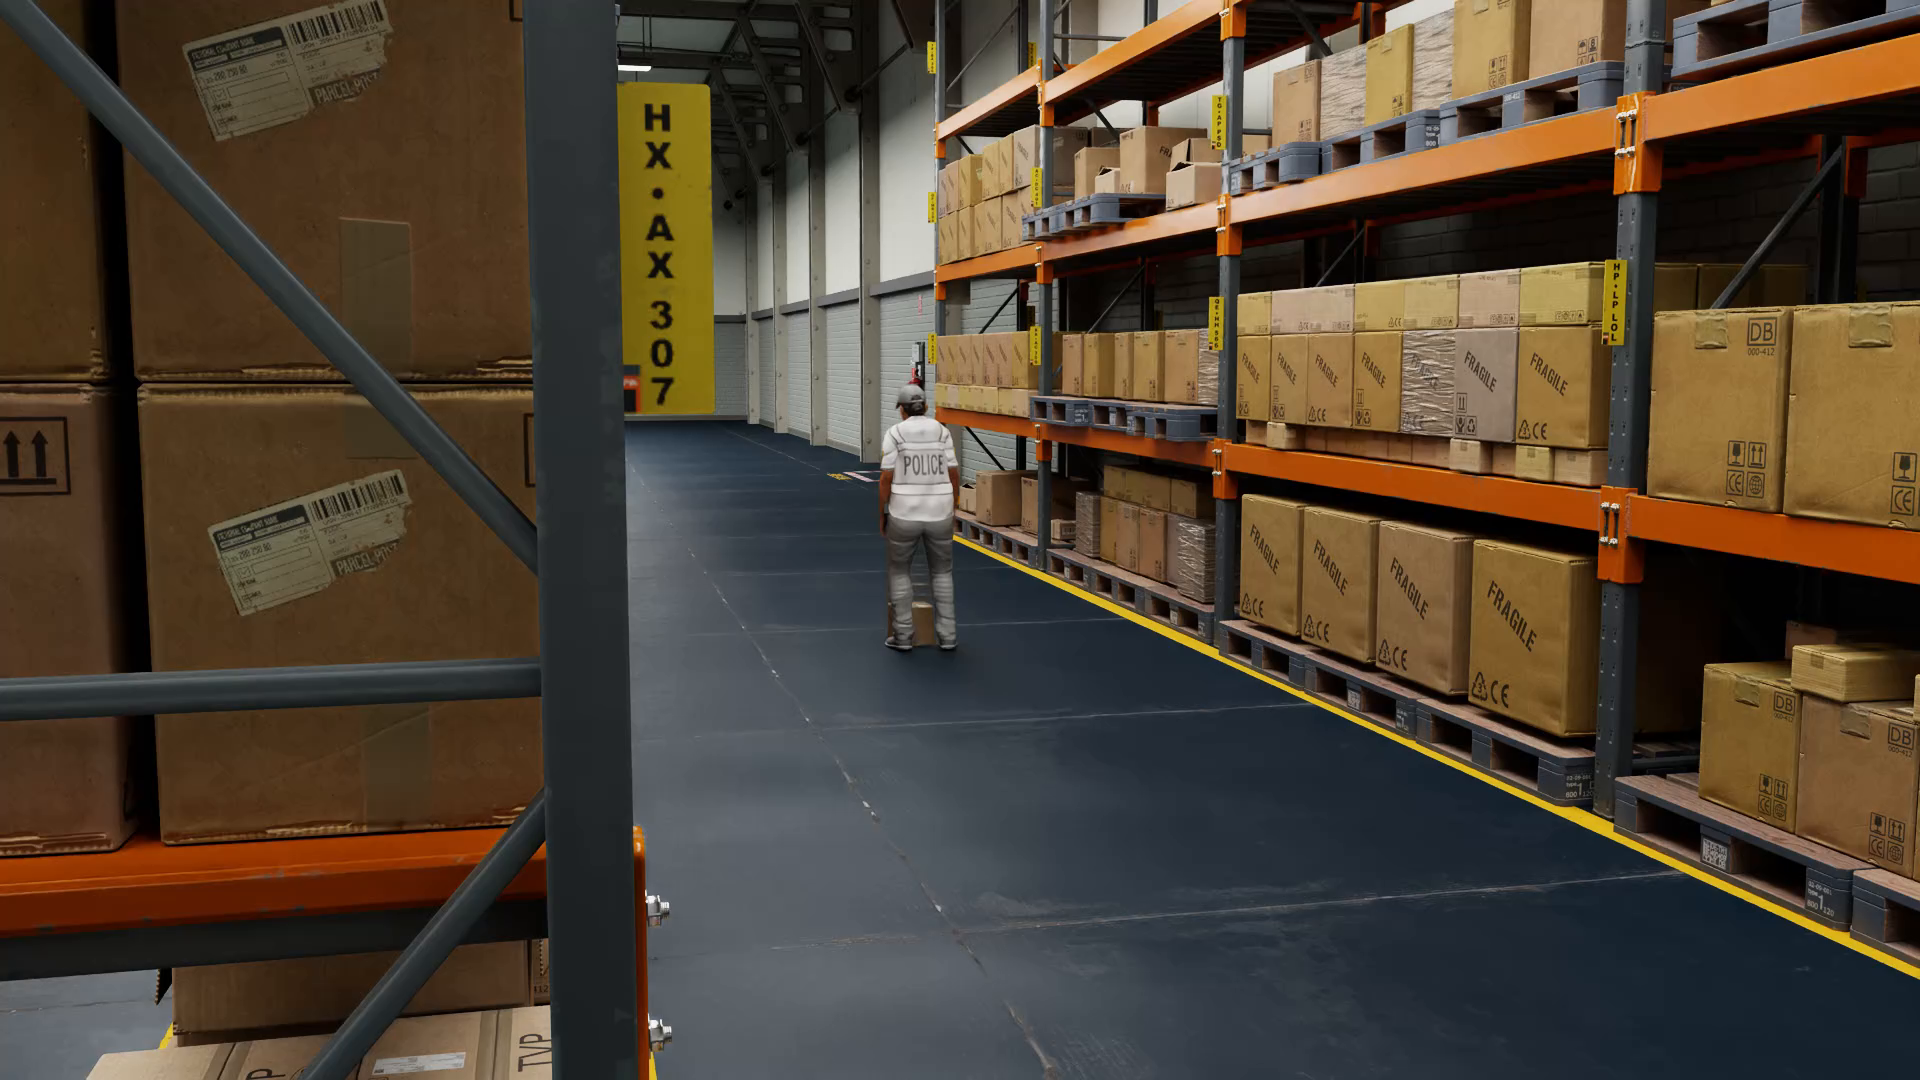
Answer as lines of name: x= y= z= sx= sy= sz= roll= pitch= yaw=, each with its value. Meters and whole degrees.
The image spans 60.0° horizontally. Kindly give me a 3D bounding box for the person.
person: x=-0.256 y=-0.138 z=10.421 sx=0.541 sy=1.665 sz=0.465 roll=-2 pitch=6 yaw=-16
